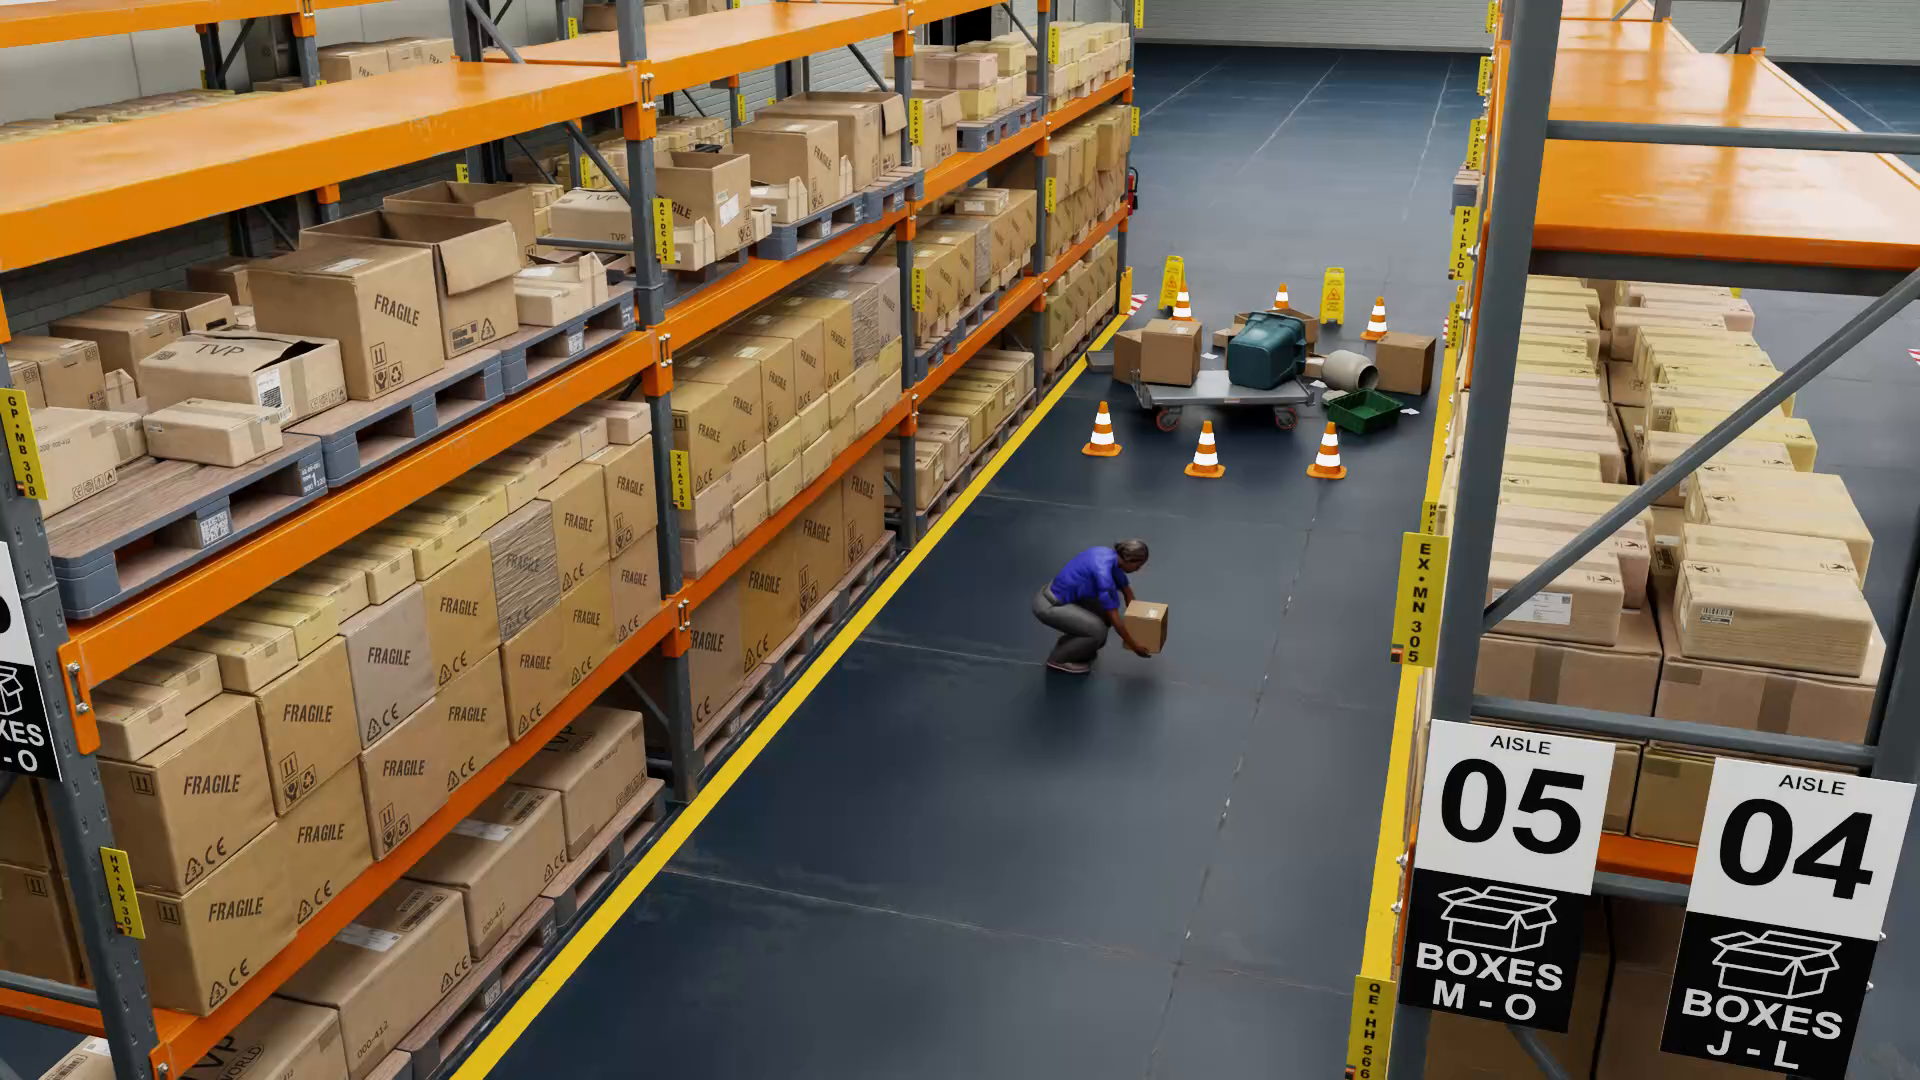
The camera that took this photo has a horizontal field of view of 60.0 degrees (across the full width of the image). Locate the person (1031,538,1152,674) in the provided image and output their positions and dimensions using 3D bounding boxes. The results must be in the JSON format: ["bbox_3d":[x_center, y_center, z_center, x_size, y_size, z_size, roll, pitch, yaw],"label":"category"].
[{"bbox_3d":[0.900,0.412,11.074,0.825,0.922,0.496,6,23,16],"label":"person"}]
